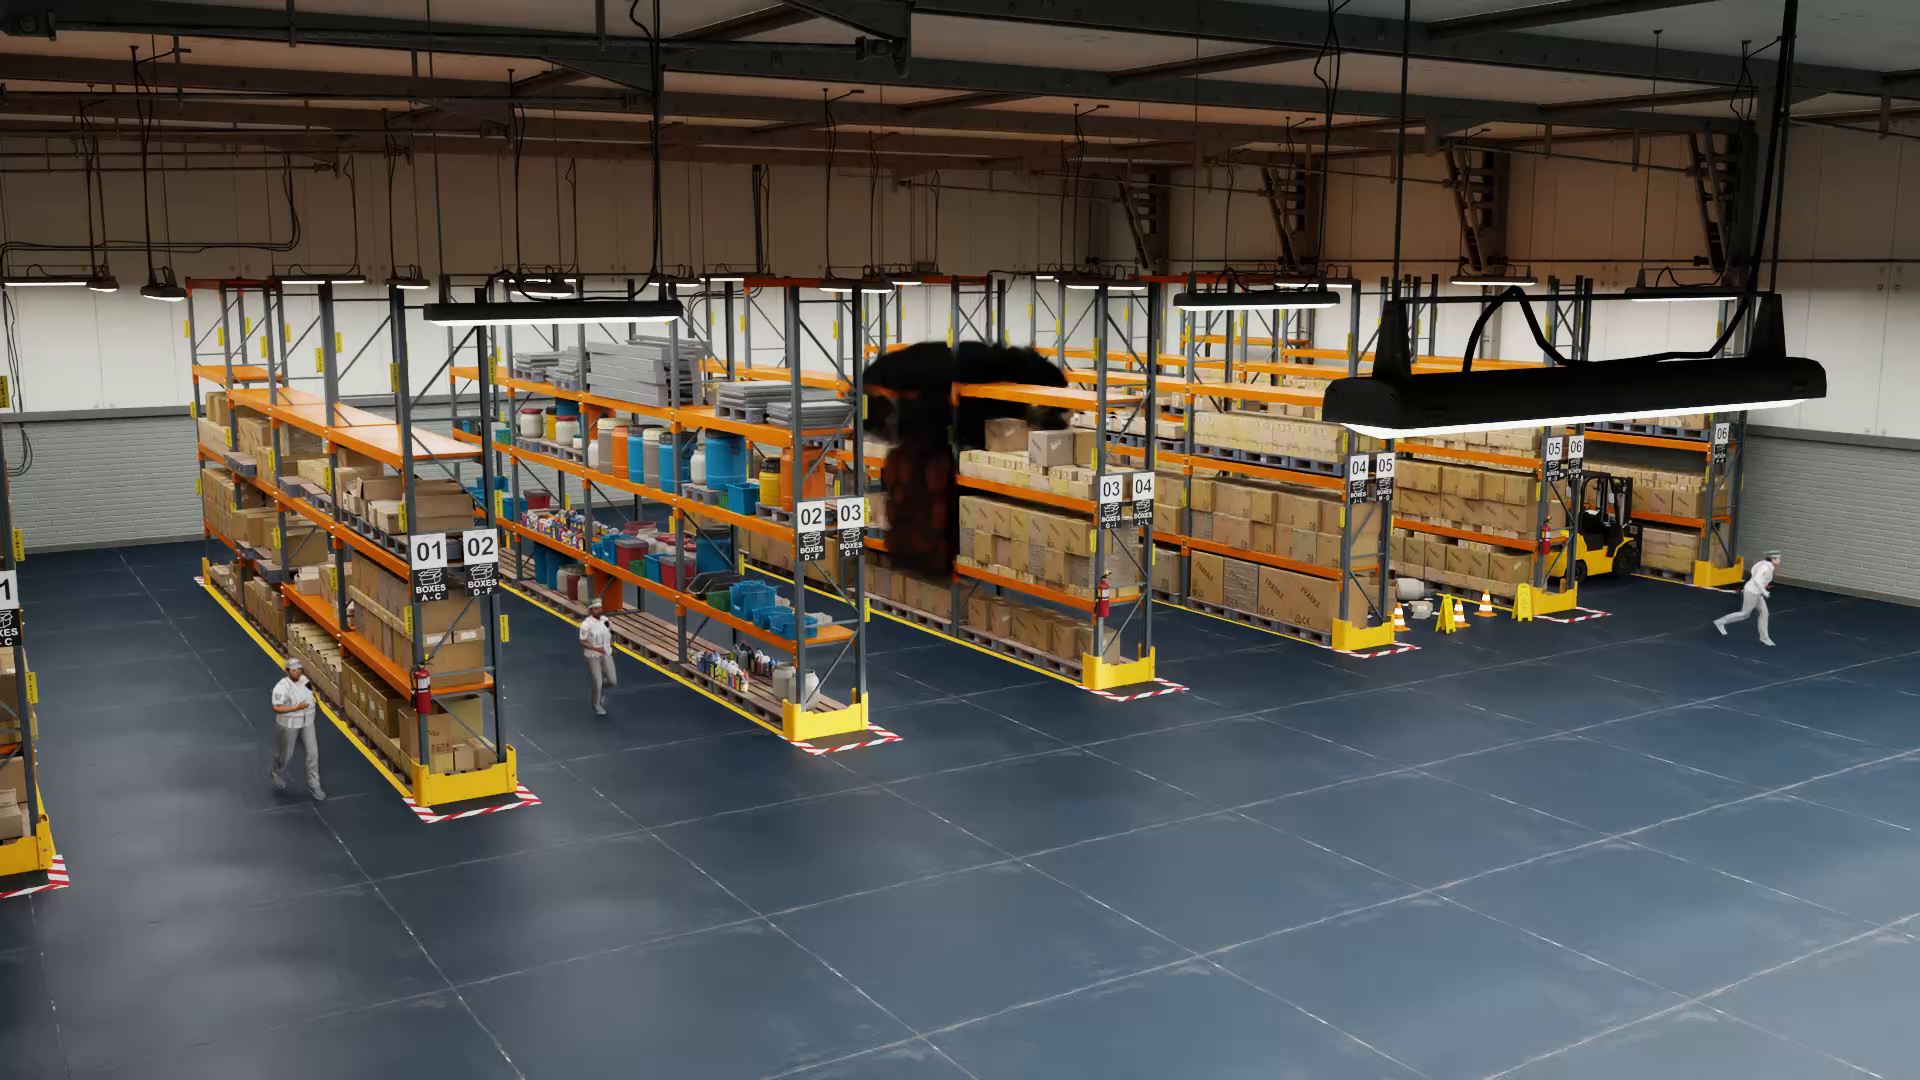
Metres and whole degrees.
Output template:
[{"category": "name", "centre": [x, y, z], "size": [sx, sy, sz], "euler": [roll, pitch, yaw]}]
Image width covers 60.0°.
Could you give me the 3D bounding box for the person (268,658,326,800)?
[{"category": "person", "centre": [-7.911, 2.207, 19.755], "size": [0.933, 1.669, 0.598], "euler": [7, 12, 37]}]

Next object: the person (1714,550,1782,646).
[{"category": "person", "centre": [13.154, 0.935, 27.772], "size": [0.960, 1.629, 0.646], "euler": [4, 10, 21]}]

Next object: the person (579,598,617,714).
[{"category": "person", "centre": [-5.057, 1.631, 23.377], "size": [0.569, 1.656, 0.554], "euler": [-8, 13, -41]}]
